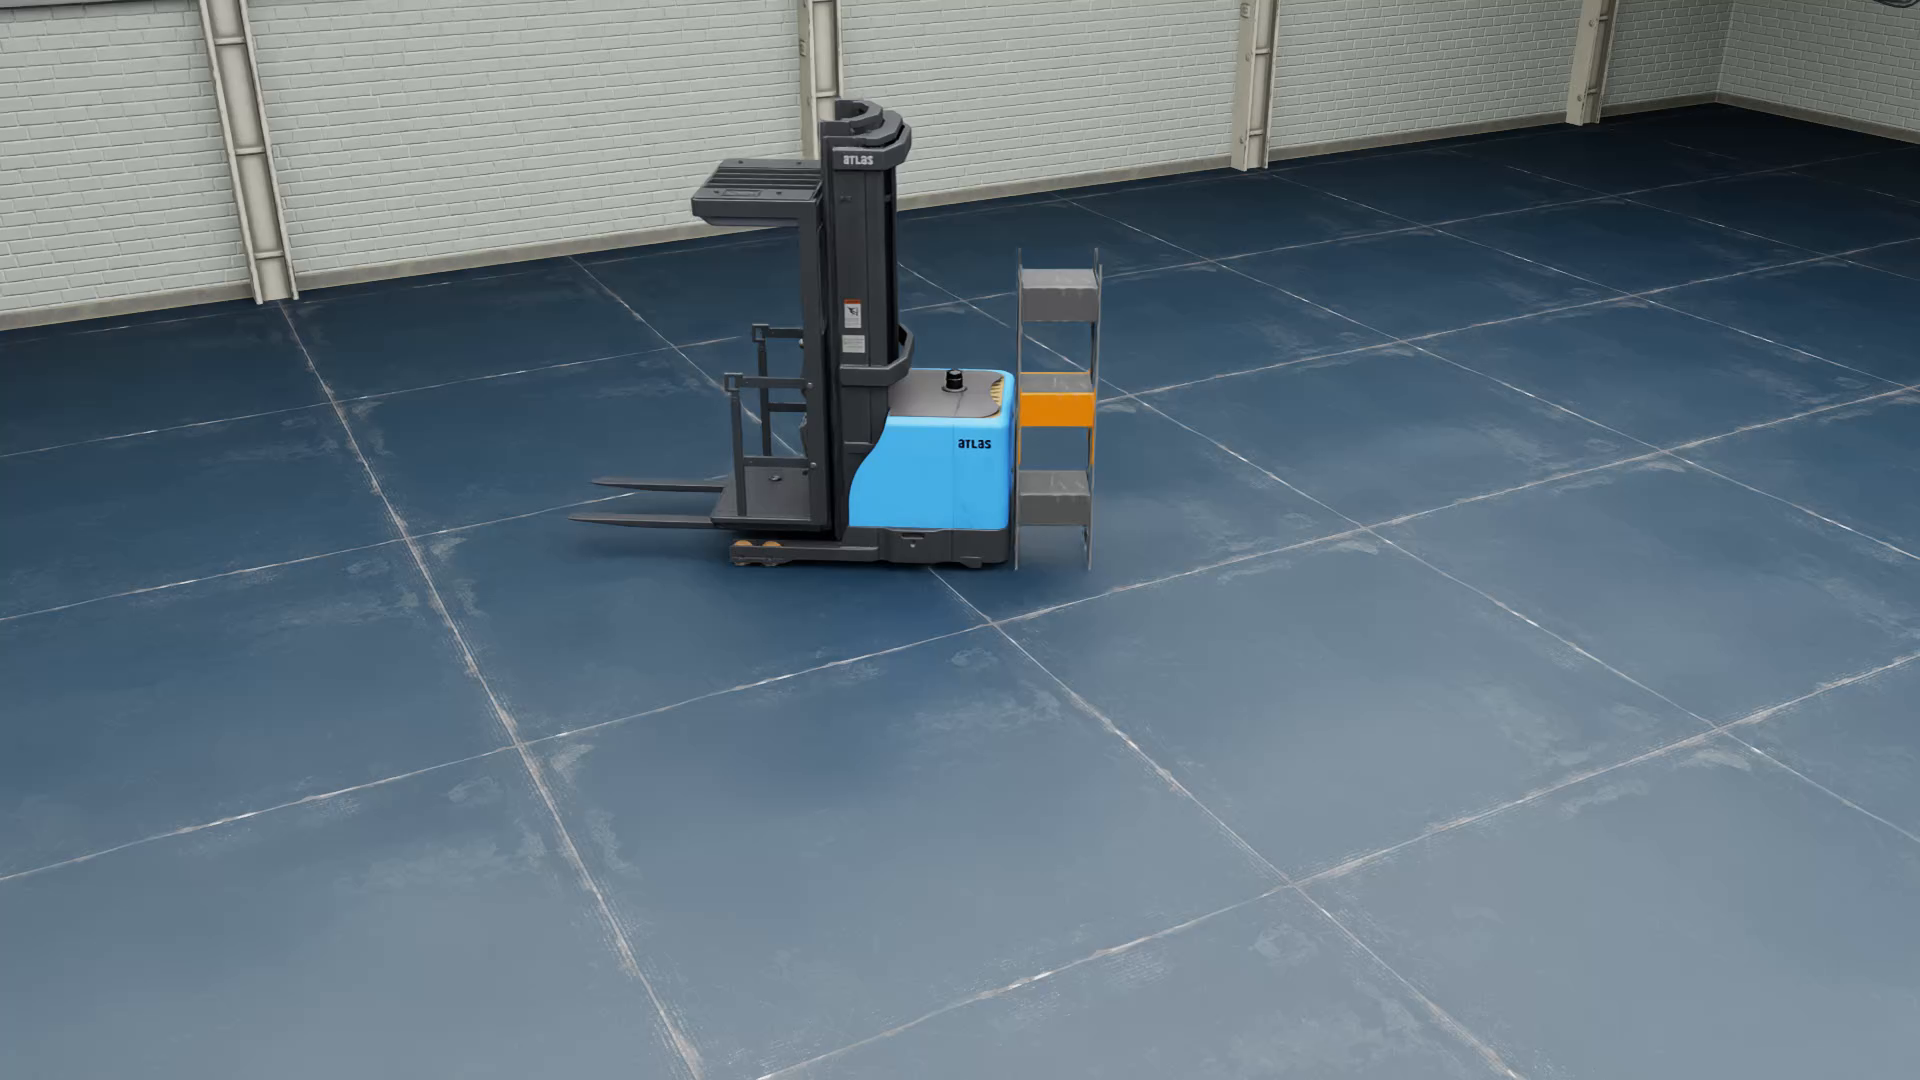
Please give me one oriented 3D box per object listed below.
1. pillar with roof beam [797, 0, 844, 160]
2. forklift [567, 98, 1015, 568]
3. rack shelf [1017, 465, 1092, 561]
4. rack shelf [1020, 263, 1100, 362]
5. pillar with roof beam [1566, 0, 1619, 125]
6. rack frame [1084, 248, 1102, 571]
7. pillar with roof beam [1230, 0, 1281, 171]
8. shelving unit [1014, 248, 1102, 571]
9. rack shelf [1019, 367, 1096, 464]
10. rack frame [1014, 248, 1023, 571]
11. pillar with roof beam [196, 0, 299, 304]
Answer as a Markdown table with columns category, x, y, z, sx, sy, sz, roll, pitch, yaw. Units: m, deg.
| category | x | y | z | sx | sy | sz | roll | pitch | yaw |
| --- | --- | --- | --- | --- | --- | --- | --- | --- | --- |
| pillar with roof beam | 0.494 | -6.055 | 13.767 | 0.400 | 9.000 | 9.100 | -13 | 29 | -25 |
| forklift | -1.151 | -1.369 | 11.017 | 3.031 | 2.935 | 1.130 | 2 | 26 | 3 |
| rack shelf | 0.621 | -0.182 | 11.154 | 0.480 | 0.518 | 0.431 | 0 | 26 | 0 |
| rack shelf | 0.621 | -1.444 | 10.549 | 0.480 | 0.518 | 0.431 | 0 | 26 | 0 |
| pillar with roof beam | 11.082 | -8.499 | 18.857 | 0.400 | 9.000 | 9.100 | -13 | 29 | -25 |
| rack frame | 0.865 | -0.825 | 10.845 | 0.015 | 2.100 | 0.400 | 0 | 26 | 0 |
| pillar with roof beam | 5.788 | -7.277 | 16.312 | 0.400 | 9.000 | 9.100 | -13 | 29 | -25 |
| shelving unit | 0.621 | -0.826 | 10.846 | 0.503 | 2.100 | 0.431 | 0 | 26 | 0 |
| rack shelf | 0.621 | -0.813 | 10.851 | 0.480 | 0.518 | 0.431 | 0 | 26 | 0 |
| rack frame | 0.377 | -0.826 | 10.846 | 0.015 | 2.100 | 0.400 | 0 | 26 | 0 |
| pillar with roof beam | -4.800 | -4.833 | 11.221 | 0.400 | 9.000 | 9.100 | -13 | 29 | -25 |
